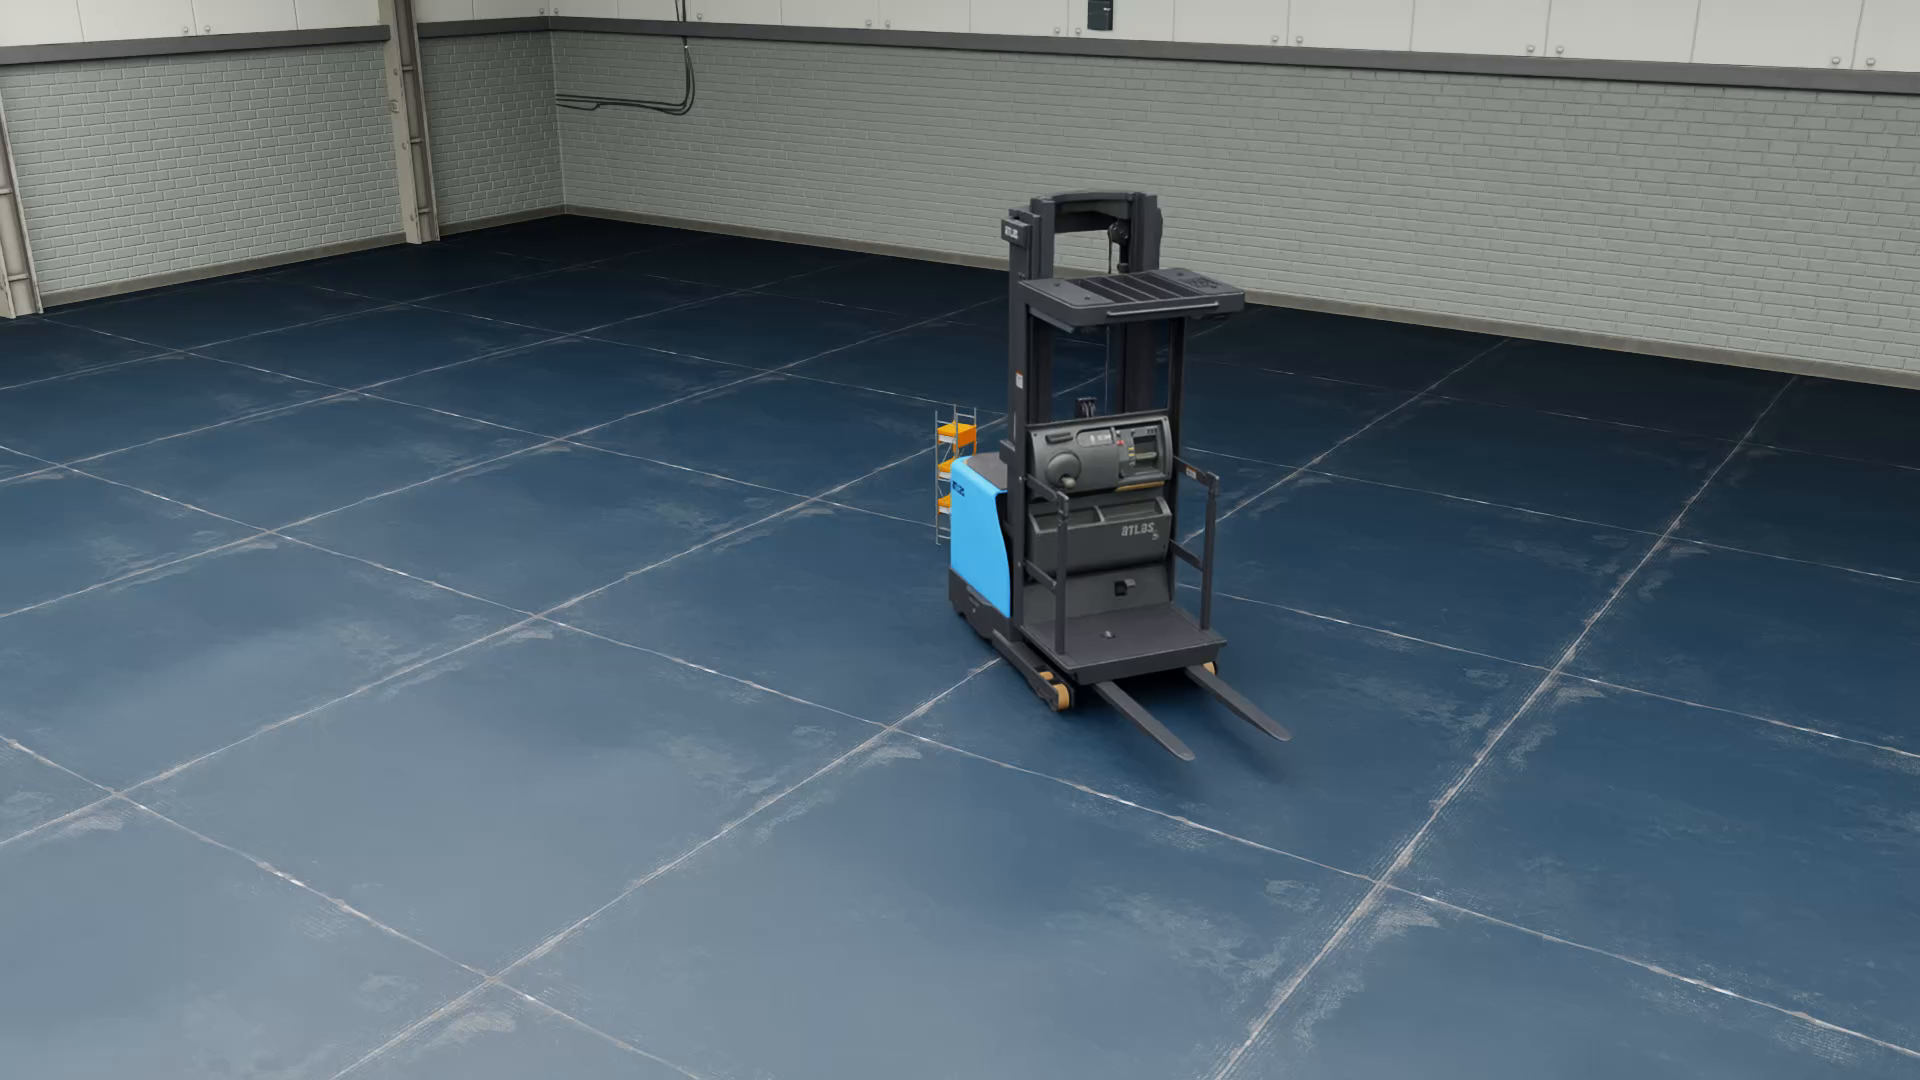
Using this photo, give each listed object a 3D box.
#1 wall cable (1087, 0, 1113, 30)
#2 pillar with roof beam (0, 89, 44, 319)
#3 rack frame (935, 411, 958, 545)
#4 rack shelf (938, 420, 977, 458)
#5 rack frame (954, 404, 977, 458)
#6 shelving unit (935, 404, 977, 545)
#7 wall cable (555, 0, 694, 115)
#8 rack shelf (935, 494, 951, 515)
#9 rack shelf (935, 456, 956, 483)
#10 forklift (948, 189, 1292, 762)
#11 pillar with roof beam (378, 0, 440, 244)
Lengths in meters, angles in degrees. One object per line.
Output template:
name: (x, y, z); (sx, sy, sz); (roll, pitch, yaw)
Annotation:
wall cable: (2.571, -9.011, 19.253); (2.305, 6.003, 0.169); (13, 24, 32)
pillar with roof beam: (-7.834, -6.124, 16.349); (9.100, 9.000, 0.400); (13, 24, 32)
rack frame: (-0.099, -0.442, 12.447); (0.200, 1.050, 0.008); (13, 24, 32)
rack shelf: (-0.030, -0.733, 12.447); (0.215, 0.259, 0.240); (13, 24, 32)
rack frame: (0.038, -0.512, 12.636); (0.200, 1.050, 0.008); (13, 24, 32)
shelving unit: (-0.030, -0.477, 12.541); (0.215, 1.050, 0.252); (13, 24, 32)
wall cable: (-5.272, -7.816, 25.399); (3.097, 2.526, 0.112); (13, 24, 32)
rack shelf: (-0.030, -0.206, 12.641); (0.215, 0.259, 0.240); (13, 24, 32)
rack shelf: (-0.030, -0.467, 12.545); (0.215, 0.259, 0.240); (13, 24, 32)
forklift: (0.948, -0.511, 9.922); (1.130, 2.935, 3.031); (-8, 22, -21)
pillar with roof beam: (-4.461, -7.845, 21.003); (9.100, 9.000, 0.400); (13, 24, 32)
